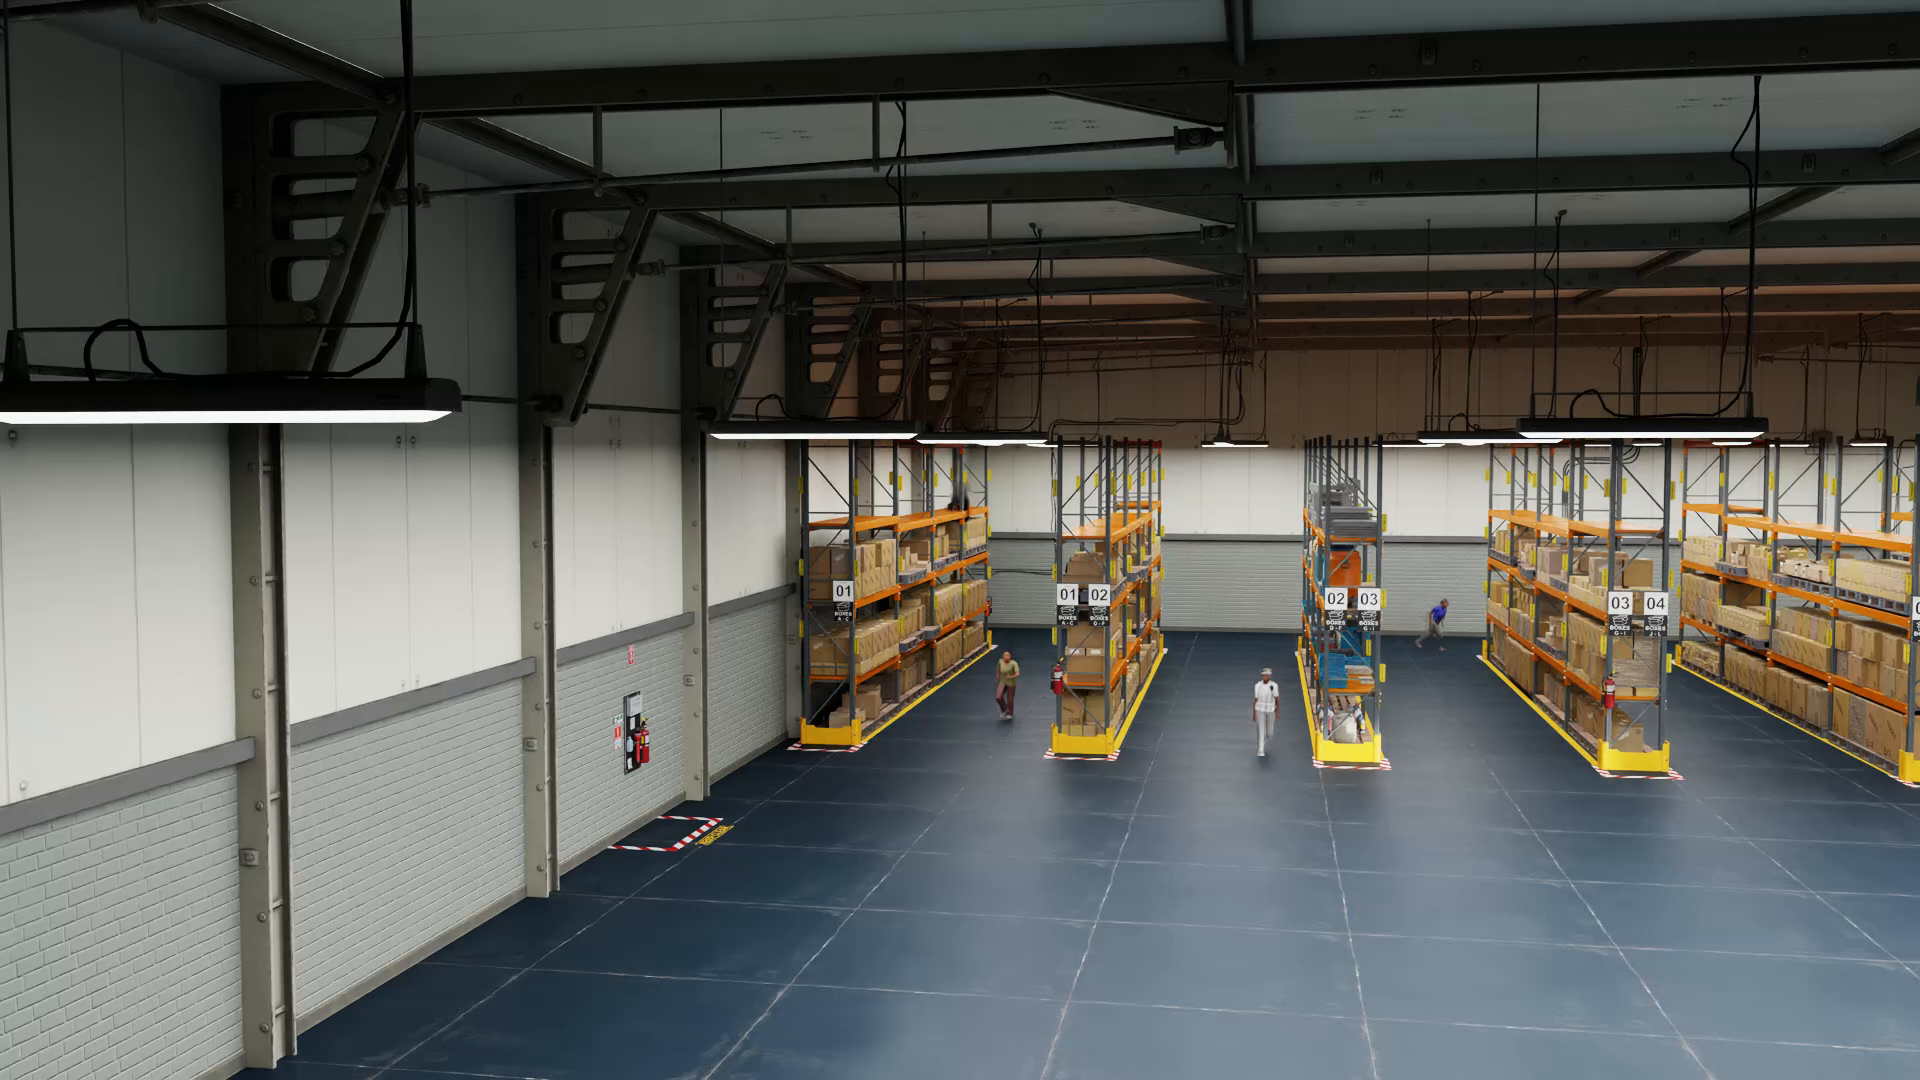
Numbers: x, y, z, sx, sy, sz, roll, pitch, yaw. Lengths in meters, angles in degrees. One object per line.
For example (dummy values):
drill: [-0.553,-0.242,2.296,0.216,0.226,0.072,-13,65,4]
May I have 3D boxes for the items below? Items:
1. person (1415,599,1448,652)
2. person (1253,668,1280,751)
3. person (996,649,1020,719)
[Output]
person: [13.479,2.401,47.480,0.573,1.514,0.989,-3,4,-40]
person: [5.730,3.168,31.150,0.490,1.574,0.526,0,3,5]
person: [0.999,3.043,35.038,0.591,1.538,0.901,1,3,14]
